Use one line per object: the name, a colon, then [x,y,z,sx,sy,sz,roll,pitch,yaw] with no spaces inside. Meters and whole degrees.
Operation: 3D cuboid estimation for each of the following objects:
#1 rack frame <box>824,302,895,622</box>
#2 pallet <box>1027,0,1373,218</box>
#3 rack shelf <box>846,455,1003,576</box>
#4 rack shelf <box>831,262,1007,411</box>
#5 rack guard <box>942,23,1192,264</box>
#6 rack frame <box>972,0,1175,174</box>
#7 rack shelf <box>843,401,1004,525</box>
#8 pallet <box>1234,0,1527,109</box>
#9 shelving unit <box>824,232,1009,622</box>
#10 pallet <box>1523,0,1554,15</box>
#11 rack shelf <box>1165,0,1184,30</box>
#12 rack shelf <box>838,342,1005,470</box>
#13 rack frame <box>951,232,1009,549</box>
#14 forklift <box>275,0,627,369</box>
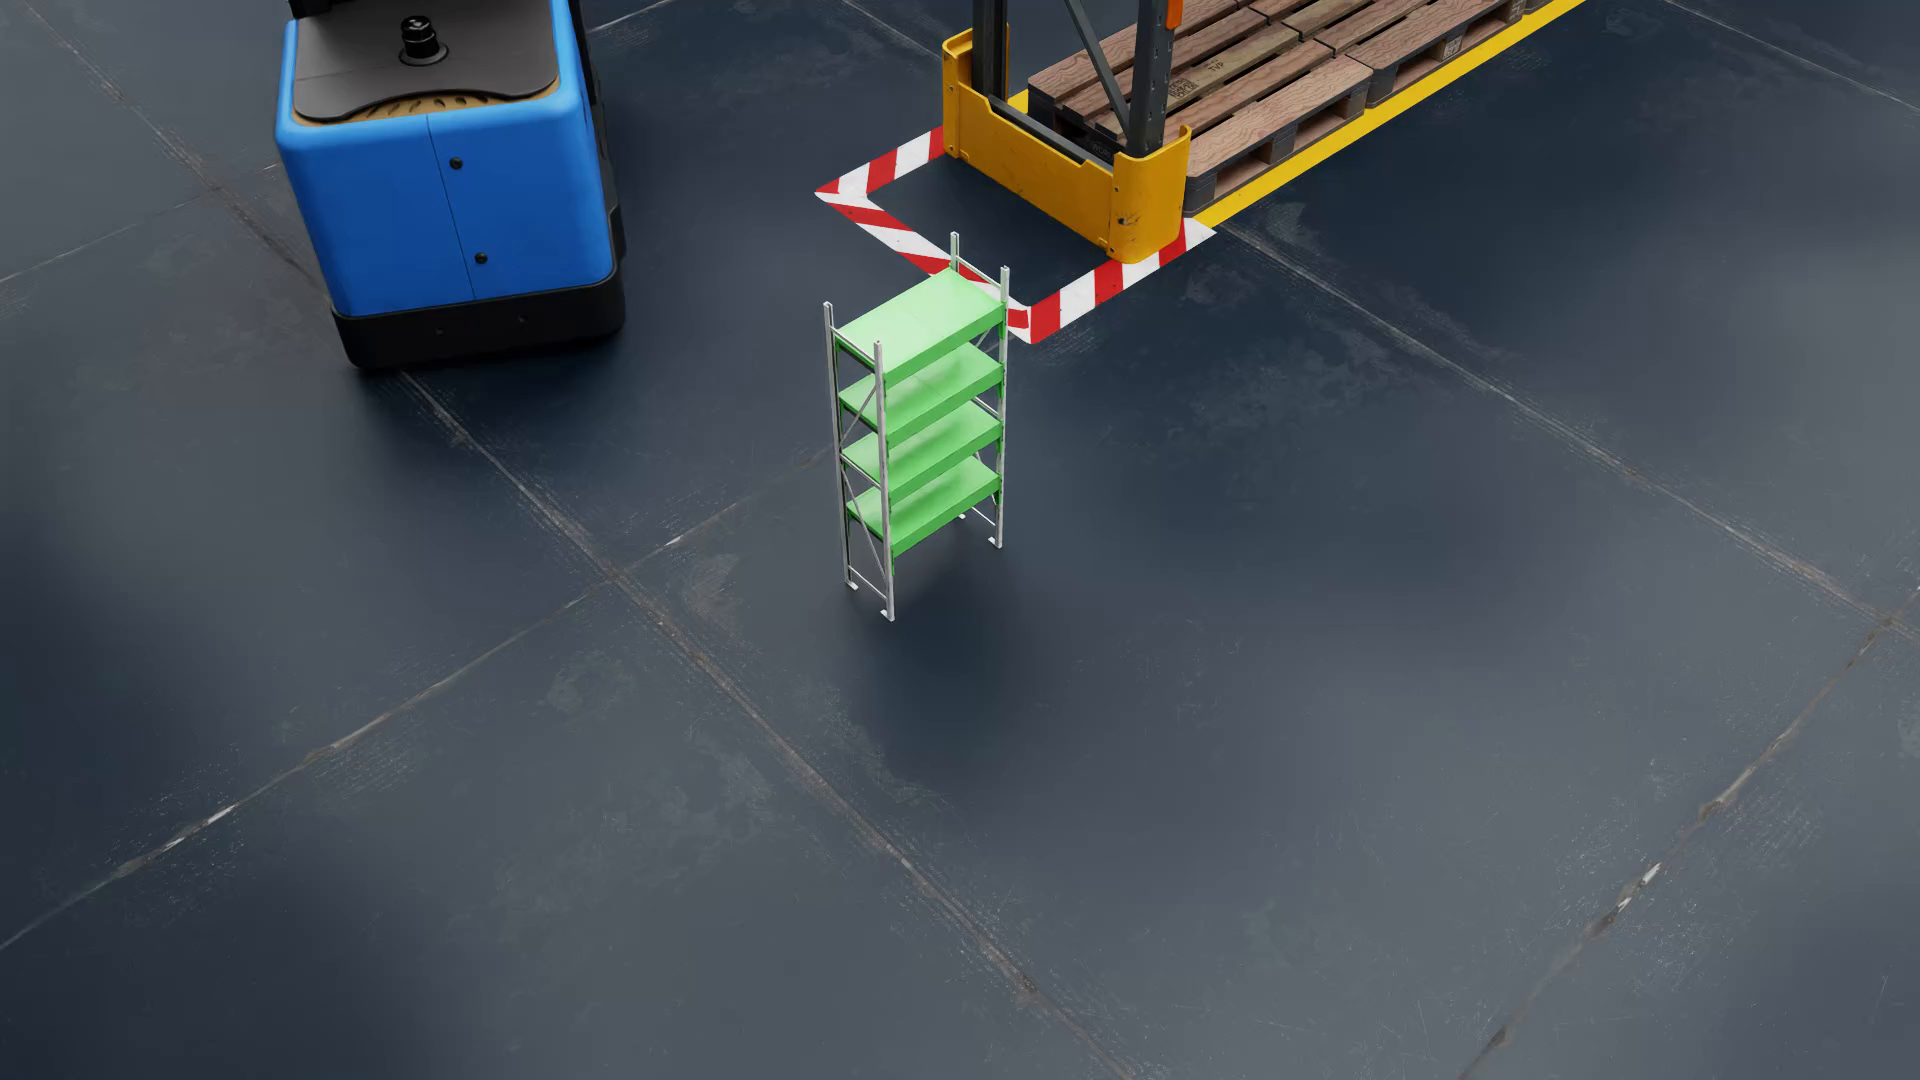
rack frame: [-0.303,-0.204,5.122,0.015,1.200,0.240,-34,56,-27]
pallet: [1.065,-1.985,7.438,1.213,0.211,1.003,-34,56,-27]
rack shelf: [-0.122,-0.119,5.457,0.480,0.148,0.258,-34,56,-27]
rack shelf: [-0.122,-0.607,4.928,0.480,0.148,0.258,-34,56,-27]
rack guard: [0.420,-1.677,6.958,0.348,0.500,1.175,-34,56,-27]
rack frame: [0.429,-2.544,6.056,0.127,3.000,1.000,-34,56,-27]
rack shelf: [-0.122,-0.282,5.280,0.480,0.148,0.258,-34,56,-27]
pallet: [1.968,-2.585,7.992,1.213,0.211,1.003,-34,56,-27]
shelving unit: [-0.122,-0.325,5.234,0.503,1.200,0.258,-34,56,-27]
pallet: [2.871,-3.191,8.551,1.213,0.211,1.003,-34,56,-27]
rack shelf: [1.909,-3.289,7.233,4.000,0.370,1.077,-34,56,-27]
rack shelf: [-0.122,-0.444,5.104,0.480,0.148,0.258,-34,56,-27]
rack frame: [0.058,-0.446,5.345,0.015,1.200,0.240,-34,56,-27]
forklift: [-2.124,-2.744,6.287,1.130,2.935,3.031,-10,48,-9]
